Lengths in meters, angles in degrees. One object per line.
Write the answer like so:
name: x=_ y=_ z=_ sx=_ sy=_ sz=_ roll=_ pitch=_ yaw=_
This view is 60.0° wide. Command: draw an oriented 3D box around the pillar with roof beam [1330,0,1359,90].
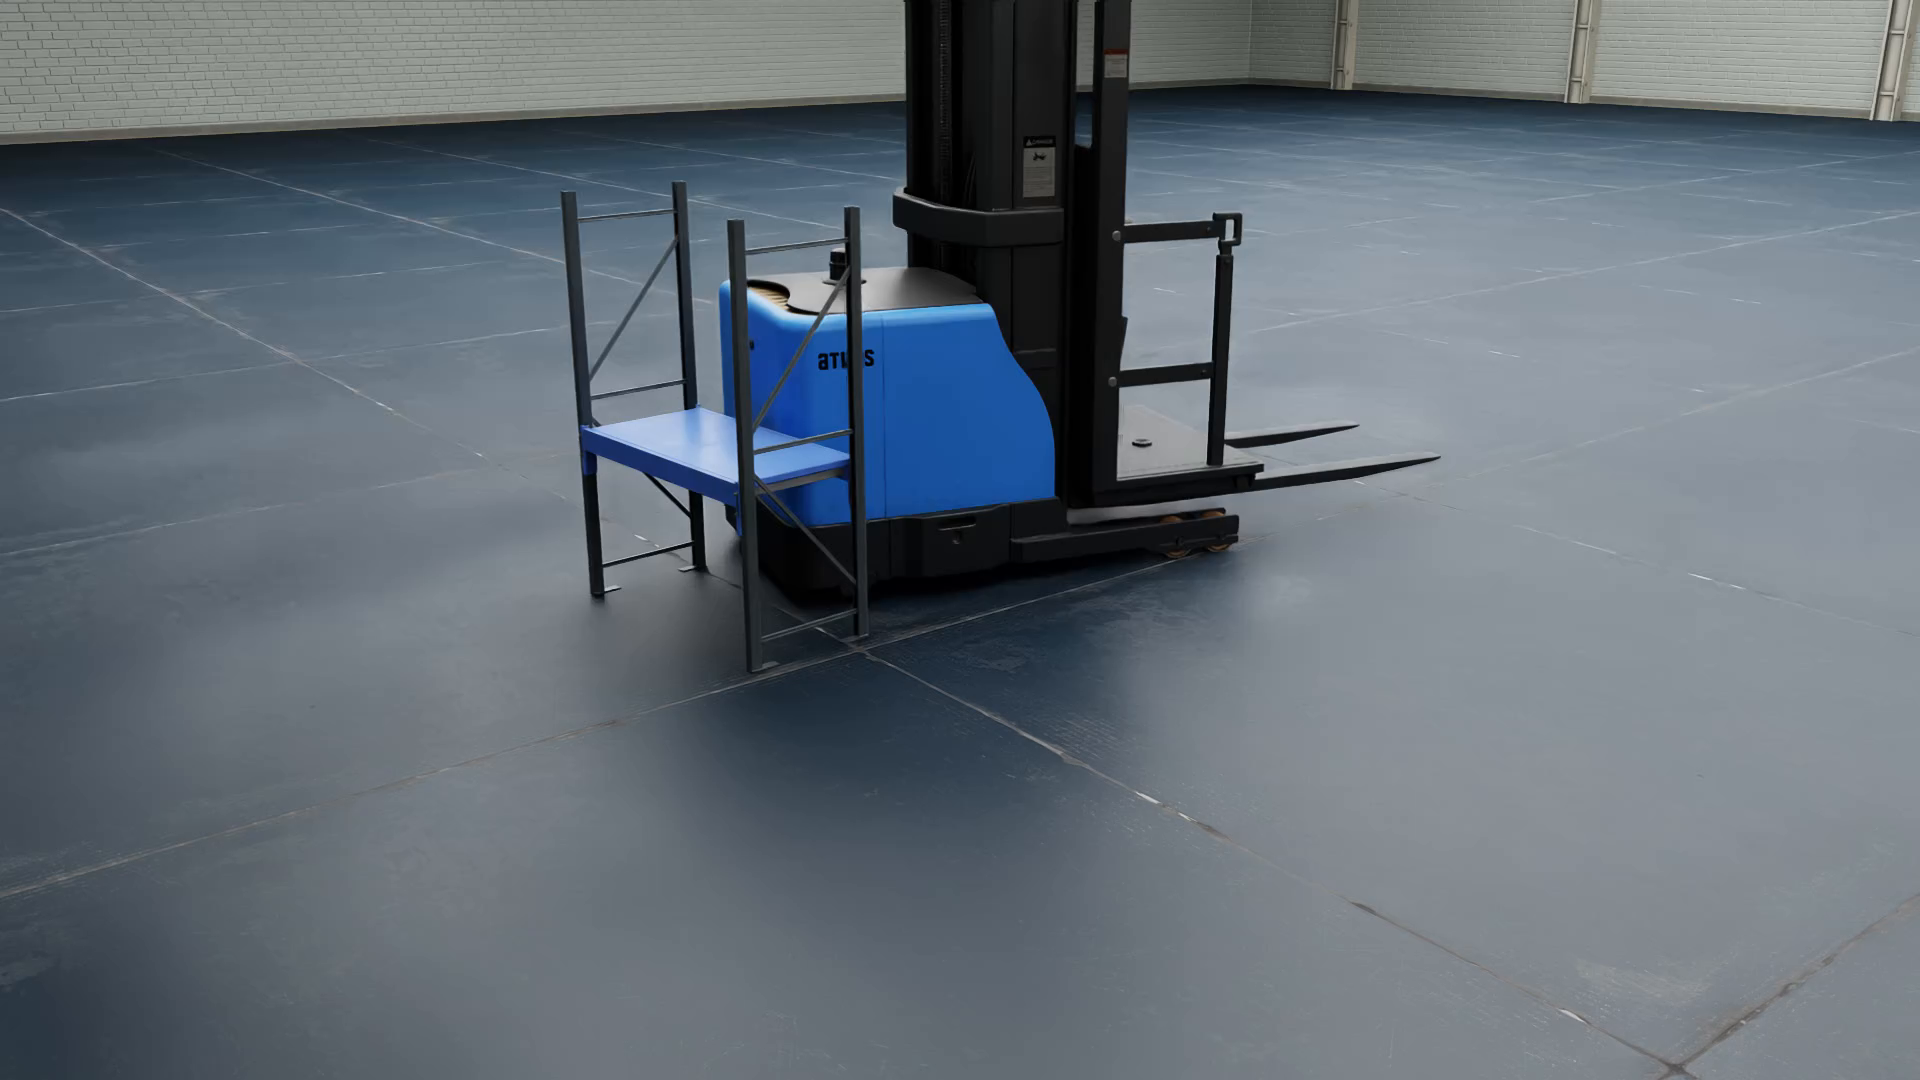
pillar with roof beam: x=5.338 y=-13.726 z=34.040 sx=9.100 sy=9.000 sz=0.400 roll=-14 pitch=23 yaw=-36

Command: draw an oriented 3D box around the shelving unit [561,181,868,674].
shelving unit: x=-0.861 y=-0.439 z=5.843 sx=0.538 sy=1.500 sz=1.048 roll=-16 pitch=24 yaw=-40

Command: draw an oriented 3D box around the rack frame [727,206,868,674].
rack frame: x=-0.520 y=-0.320 z=5.485 sx=0.500 sy=1.500 sz=0.032 roll=-16 pitch=24 yaw=-40

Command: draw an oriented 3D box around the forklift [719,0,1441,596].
forklift: x=0.590 y=-1.463 z=6.660 sx=3.031 sy=2.935 sz=1.130 roll=-7 pitch=20 yaw=-21

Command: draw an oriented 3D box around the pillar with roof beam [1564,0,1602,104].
pillar with roof beam: x=9.064 y=-12.247 z=29.575 sx=9.100 sy=9.000 sz=0.400 roll=-14 pitch=23 yaw=-36

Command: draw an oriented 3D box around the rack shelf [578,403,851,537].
rack shelf: x=-0.861 y=-0.268 z=5.900 sx=0.538 sy=0.185 sz=1.000 roll=-16 pitch=24 yaw=-40

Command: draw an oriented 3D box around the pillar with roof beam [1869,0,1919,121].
pillar with roof beam: x=12.789 y=-10.769 z=25.110 sx=9.100 sy=9.000 sz=0.400 roll=-14 pitch=23 yaw=-36

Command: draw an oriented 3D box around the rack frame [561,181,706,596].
rack frame: x=-1.202 y=-0.557 z=6.201 sx=0.500 sy=1.500 sz=0.032 roll=-16 pitch=24 yaw=-40
